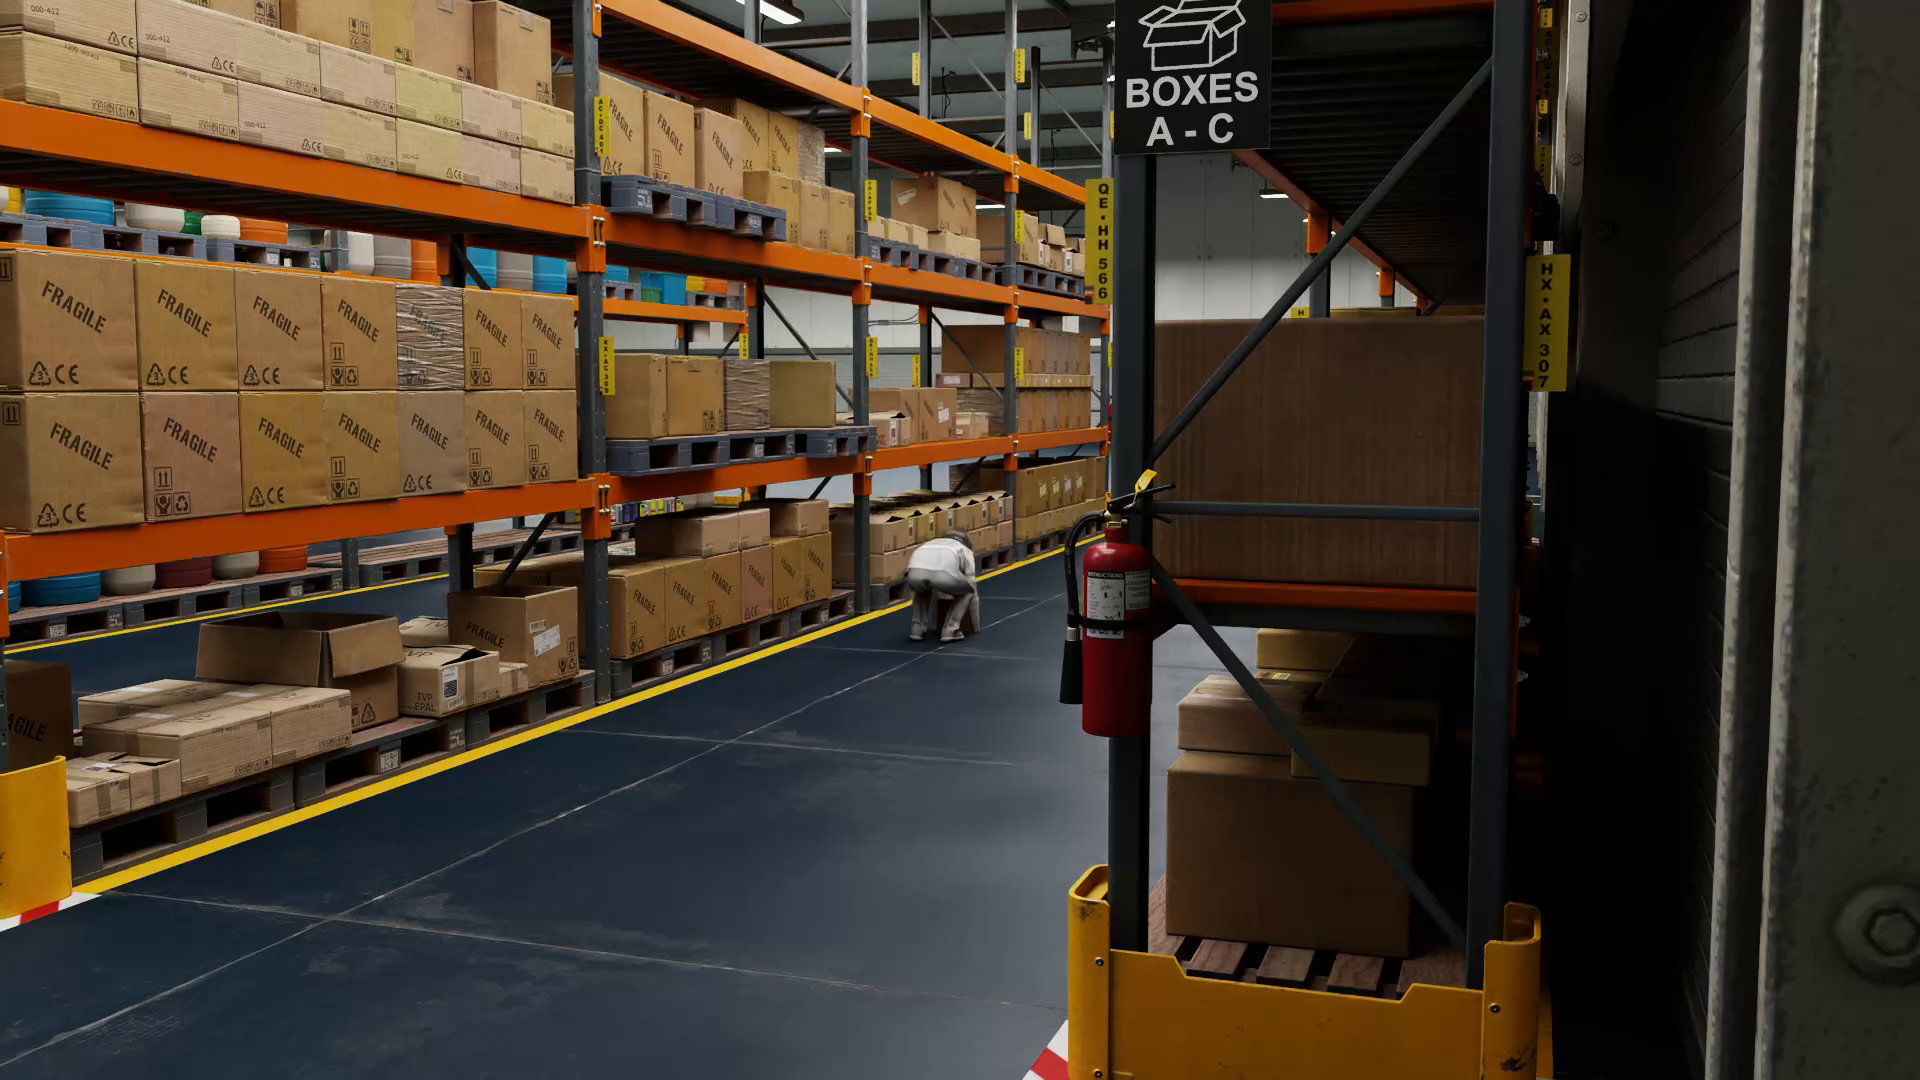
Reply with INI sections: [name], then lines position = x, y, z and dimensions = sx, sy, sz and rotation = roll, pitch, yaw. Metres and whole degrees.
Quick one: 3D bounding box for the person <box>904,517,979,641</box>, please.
[person]
position = -0.127, 0.266, 12.074
dimensions = 0.462, 0.890, 0.879
rotation = 2, 6, 16
